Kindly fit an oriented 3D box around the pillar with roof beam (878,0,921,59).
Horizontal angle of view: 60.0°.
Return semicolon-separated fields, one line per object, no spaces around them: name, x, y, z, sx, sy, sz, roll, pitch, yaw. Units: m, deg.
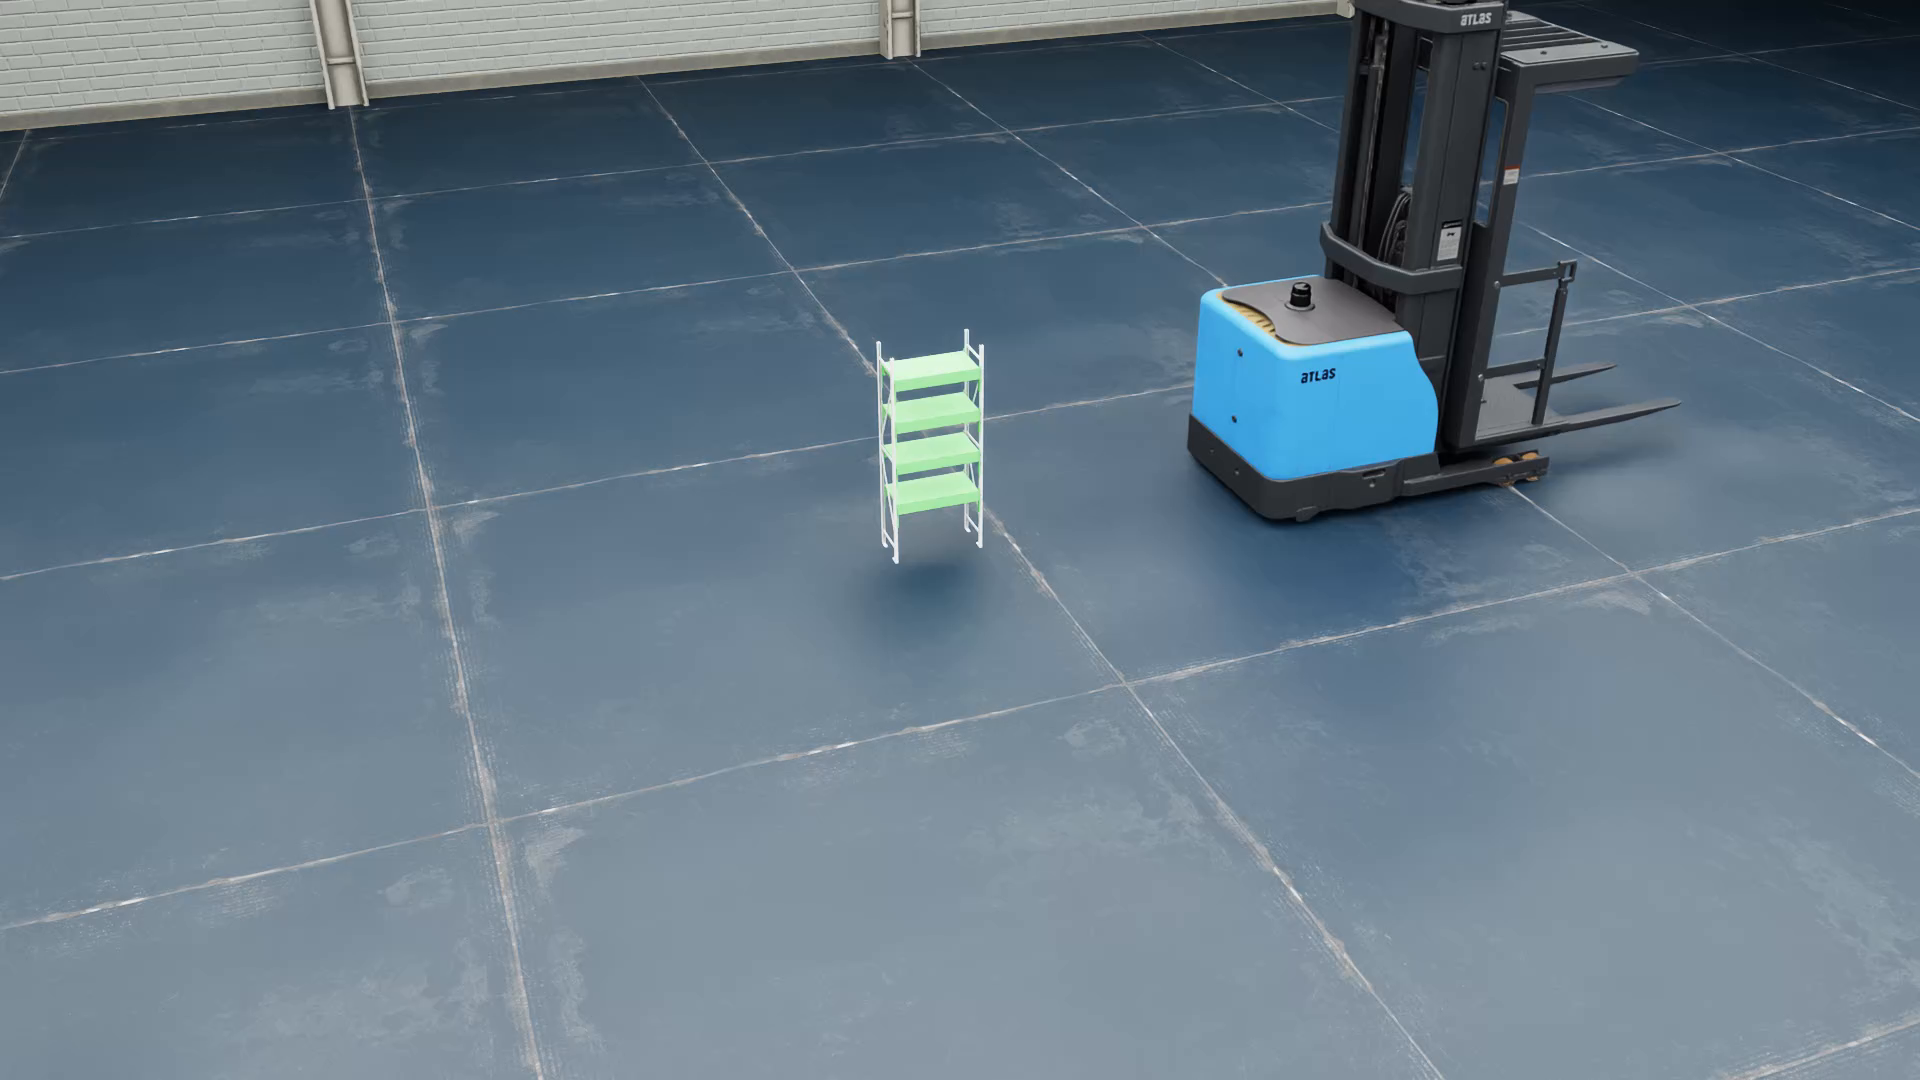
pillar with roof beam;0.819;-7.449;13.234;0.400;9.000;9.100;-10;31;-18

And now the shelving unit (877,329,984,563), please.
shelving unit;-0.155;-0.493;8.903;0.503;1.200;0.258;-10;31;-18

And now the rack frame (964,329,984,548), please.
rack frame;0.074;-0.535;8.977;0.015;1.200;0.240;-10;31;-18

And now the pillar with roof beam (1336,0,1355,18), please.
pillar with roof beam;6.442;-8.485;15.052;0.400;9.000;9.100;-10;31;-18

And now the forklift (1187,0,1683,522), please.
forklift;2.947;-1.821;9.485;3.031;2.935;1.130;-11;31;-18

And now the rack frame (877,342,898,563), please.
rack frame;-0.384;-0.451;8.829;0.015;1.200;0.240;-10;31;-18

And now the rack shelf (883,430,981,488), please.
rack shelf;-0.155;-0.437;8.934;0.480;0.148;0.258;-10;31;-18

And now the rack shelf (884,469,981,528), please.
rack shelf;-0.155;-0.229;9.053;0.480;0.148;0.258;-10;31;-18

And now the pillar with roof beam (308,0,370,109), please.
pillar with roof beam;-4.805;-6.413;11.416;0.400;9.000;9.100;-10;31;-18

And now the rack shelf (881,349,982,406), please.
rack shelf;-0.155;-0.854;8.697;0.480;0.148;0.258;-10;31;-18

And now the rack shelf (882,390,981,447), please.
rack shelf;-0.155;-0.646;8.816;0.480;0.148;0.258;-10;31;-18
